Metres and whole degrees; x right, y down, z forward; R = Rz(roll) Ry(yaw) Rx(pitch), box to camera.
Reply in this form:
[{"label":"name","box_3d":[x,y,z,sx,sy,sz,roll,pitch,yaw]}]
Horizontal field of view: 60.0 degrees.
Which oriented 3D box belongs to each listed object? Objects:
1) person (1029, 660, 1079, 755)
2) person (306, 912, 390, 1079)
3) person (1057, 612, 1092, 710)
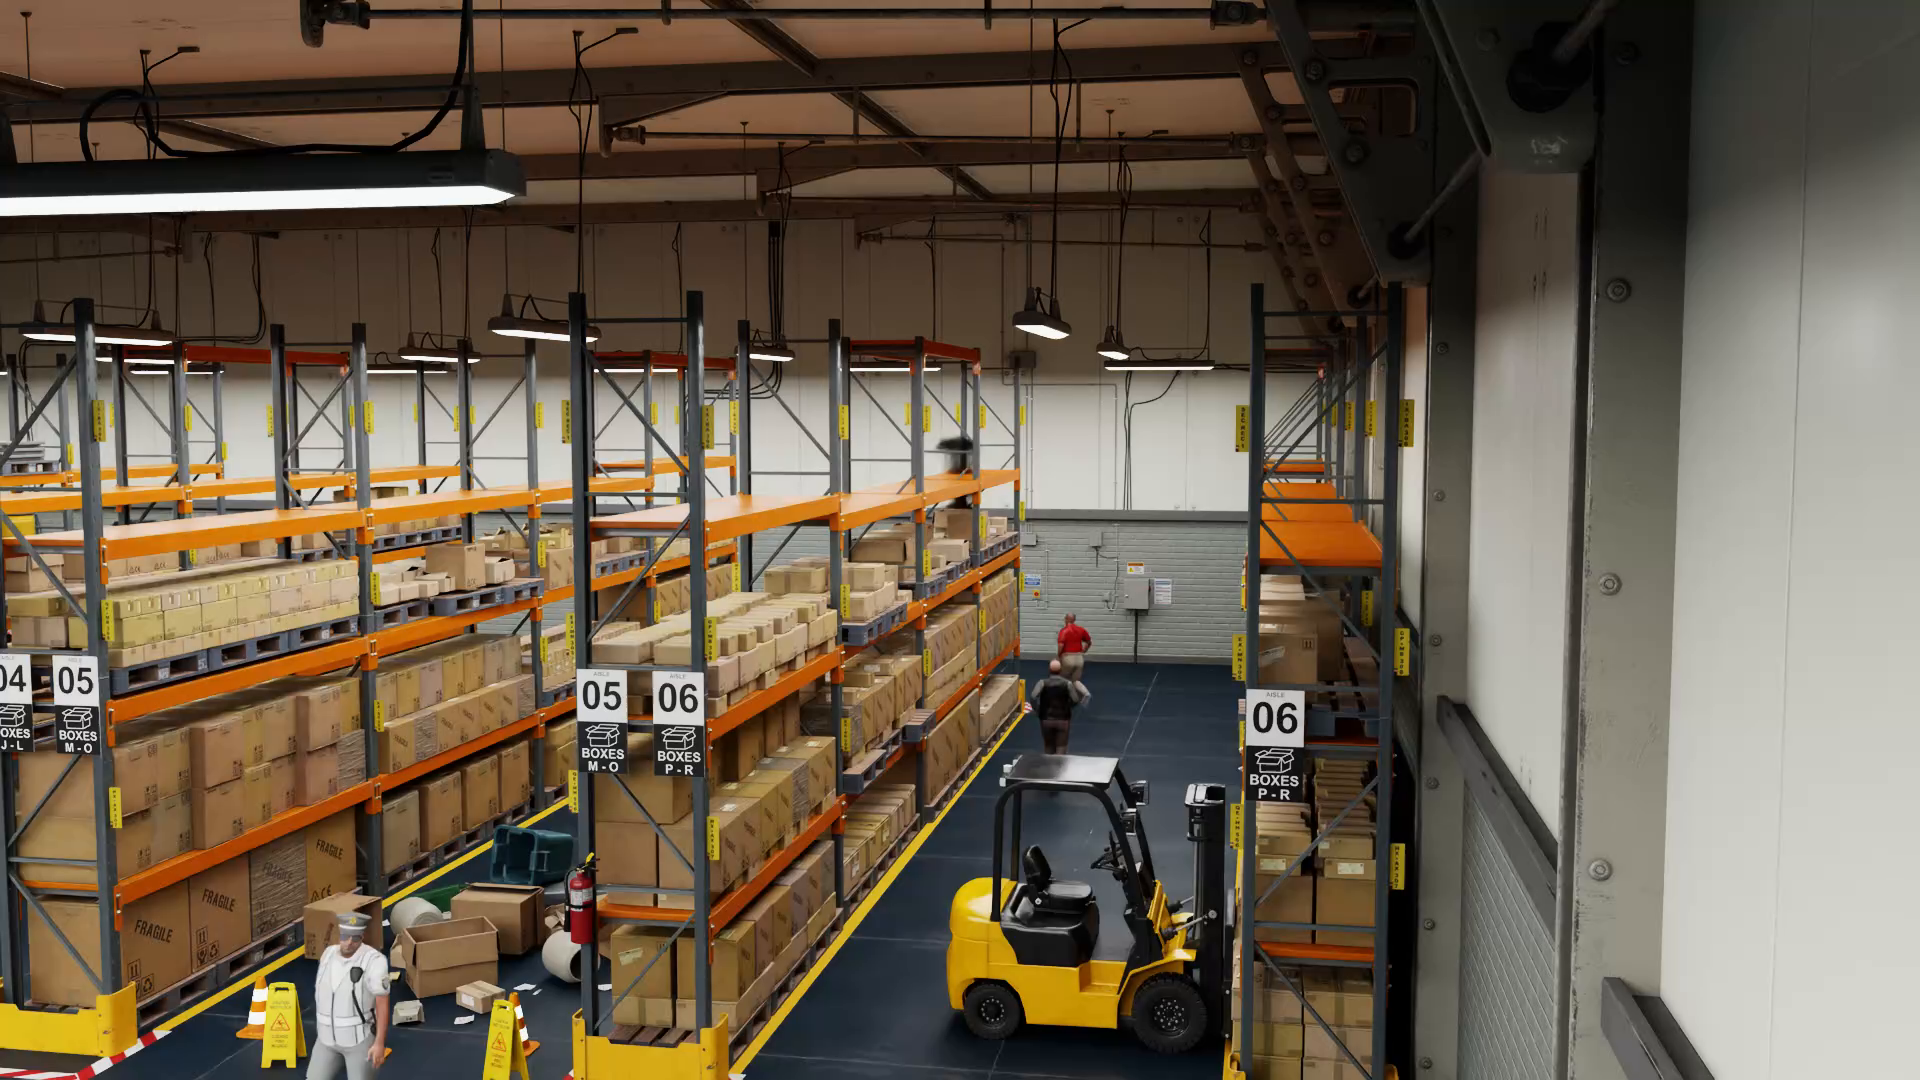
[{"label":"person","box_3d":[1.293,2.500,22.719,0.672,1.728,0.862,1,5,7]},{"label":"person","box_3d":[-4.168,3.372,11.341,0.633,1.745,0.482,1,5,9]},{"label":"person","box_3d":[1.930,2.067,28.142,0.691,1.678,0.753,-3,5,-29]}]
